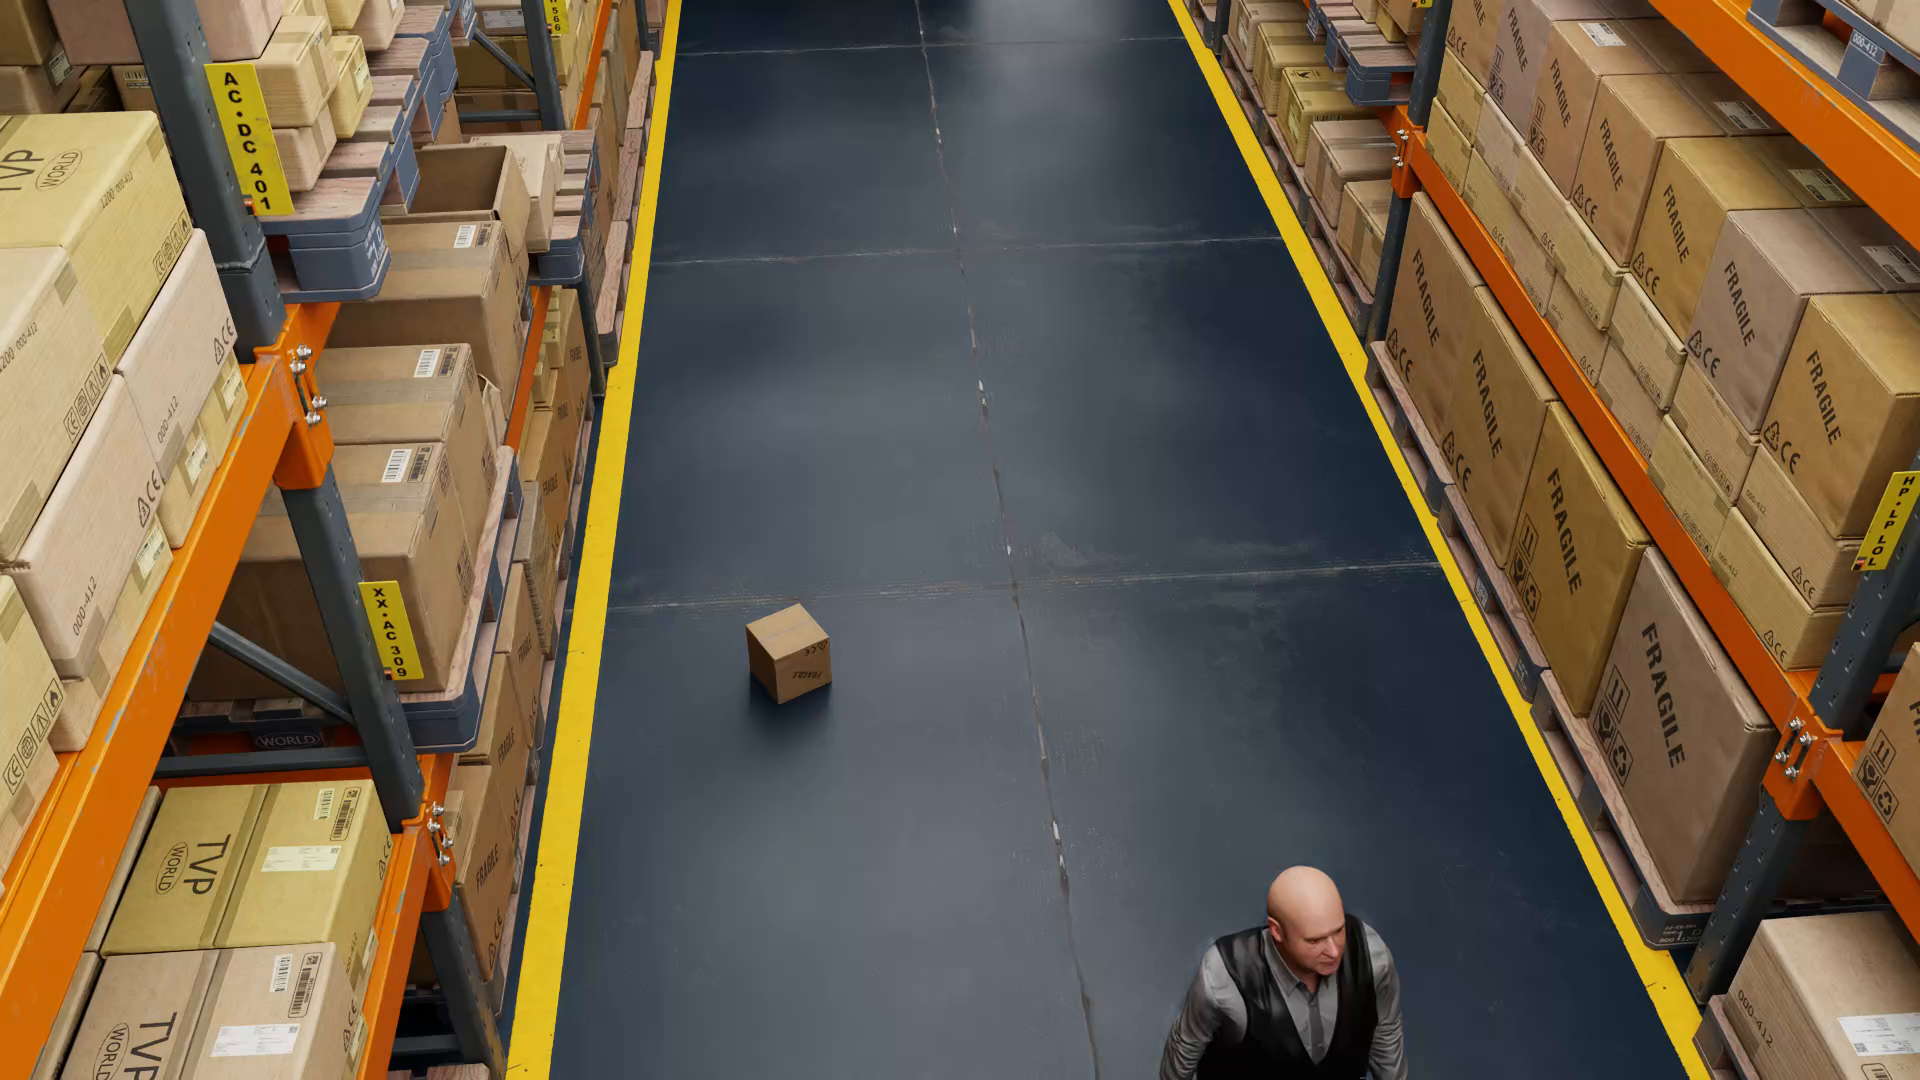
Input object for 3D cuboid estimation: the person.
[{"bbox_3d":[0.858,1.520,4.330,0.579,1.584,1.007,-13,41,-15],"label":"person"}]
